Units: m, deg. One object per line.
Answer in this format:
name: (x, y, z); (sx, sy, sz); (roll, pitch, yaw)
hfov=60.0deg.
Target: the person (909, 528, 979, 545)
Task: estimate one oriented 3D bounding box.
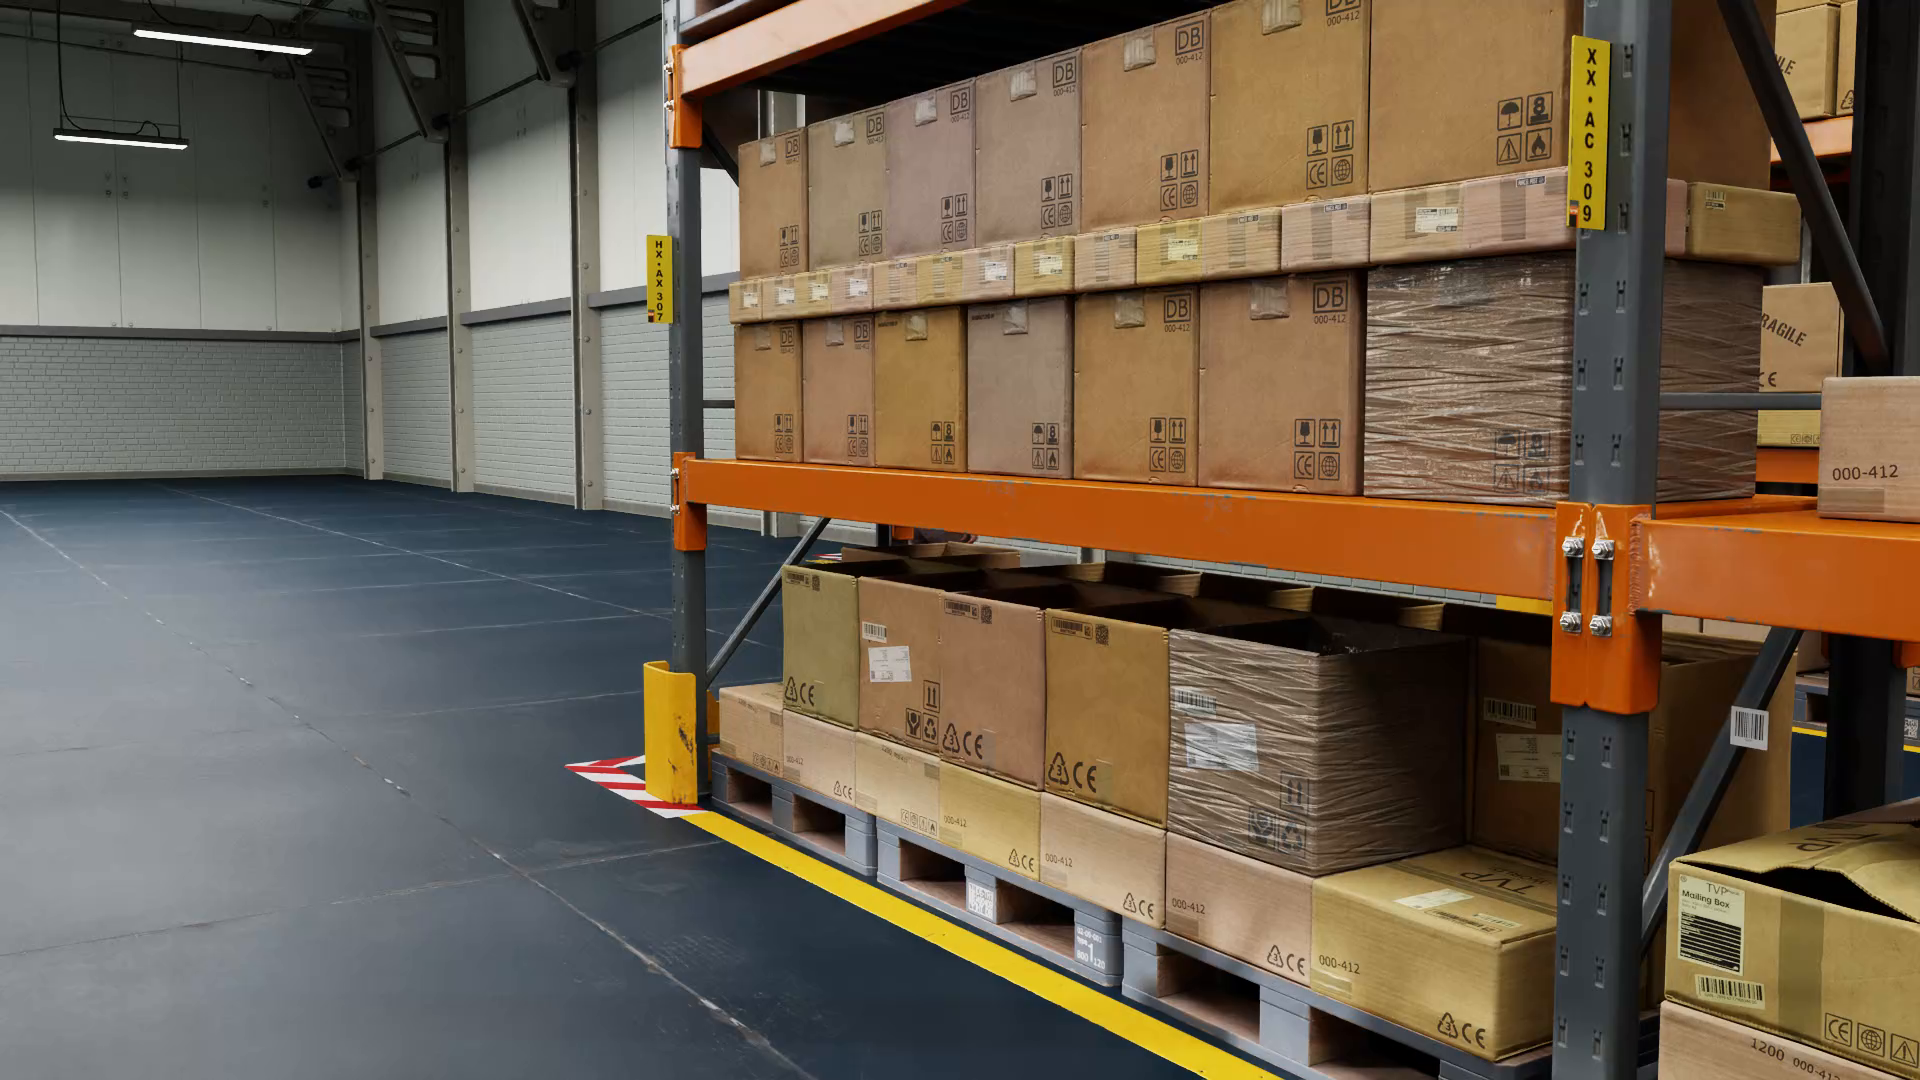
person: (-0.125, -0.116, 9.395); (0.418, 1.721, 0.594); (-3, 6, -37)
